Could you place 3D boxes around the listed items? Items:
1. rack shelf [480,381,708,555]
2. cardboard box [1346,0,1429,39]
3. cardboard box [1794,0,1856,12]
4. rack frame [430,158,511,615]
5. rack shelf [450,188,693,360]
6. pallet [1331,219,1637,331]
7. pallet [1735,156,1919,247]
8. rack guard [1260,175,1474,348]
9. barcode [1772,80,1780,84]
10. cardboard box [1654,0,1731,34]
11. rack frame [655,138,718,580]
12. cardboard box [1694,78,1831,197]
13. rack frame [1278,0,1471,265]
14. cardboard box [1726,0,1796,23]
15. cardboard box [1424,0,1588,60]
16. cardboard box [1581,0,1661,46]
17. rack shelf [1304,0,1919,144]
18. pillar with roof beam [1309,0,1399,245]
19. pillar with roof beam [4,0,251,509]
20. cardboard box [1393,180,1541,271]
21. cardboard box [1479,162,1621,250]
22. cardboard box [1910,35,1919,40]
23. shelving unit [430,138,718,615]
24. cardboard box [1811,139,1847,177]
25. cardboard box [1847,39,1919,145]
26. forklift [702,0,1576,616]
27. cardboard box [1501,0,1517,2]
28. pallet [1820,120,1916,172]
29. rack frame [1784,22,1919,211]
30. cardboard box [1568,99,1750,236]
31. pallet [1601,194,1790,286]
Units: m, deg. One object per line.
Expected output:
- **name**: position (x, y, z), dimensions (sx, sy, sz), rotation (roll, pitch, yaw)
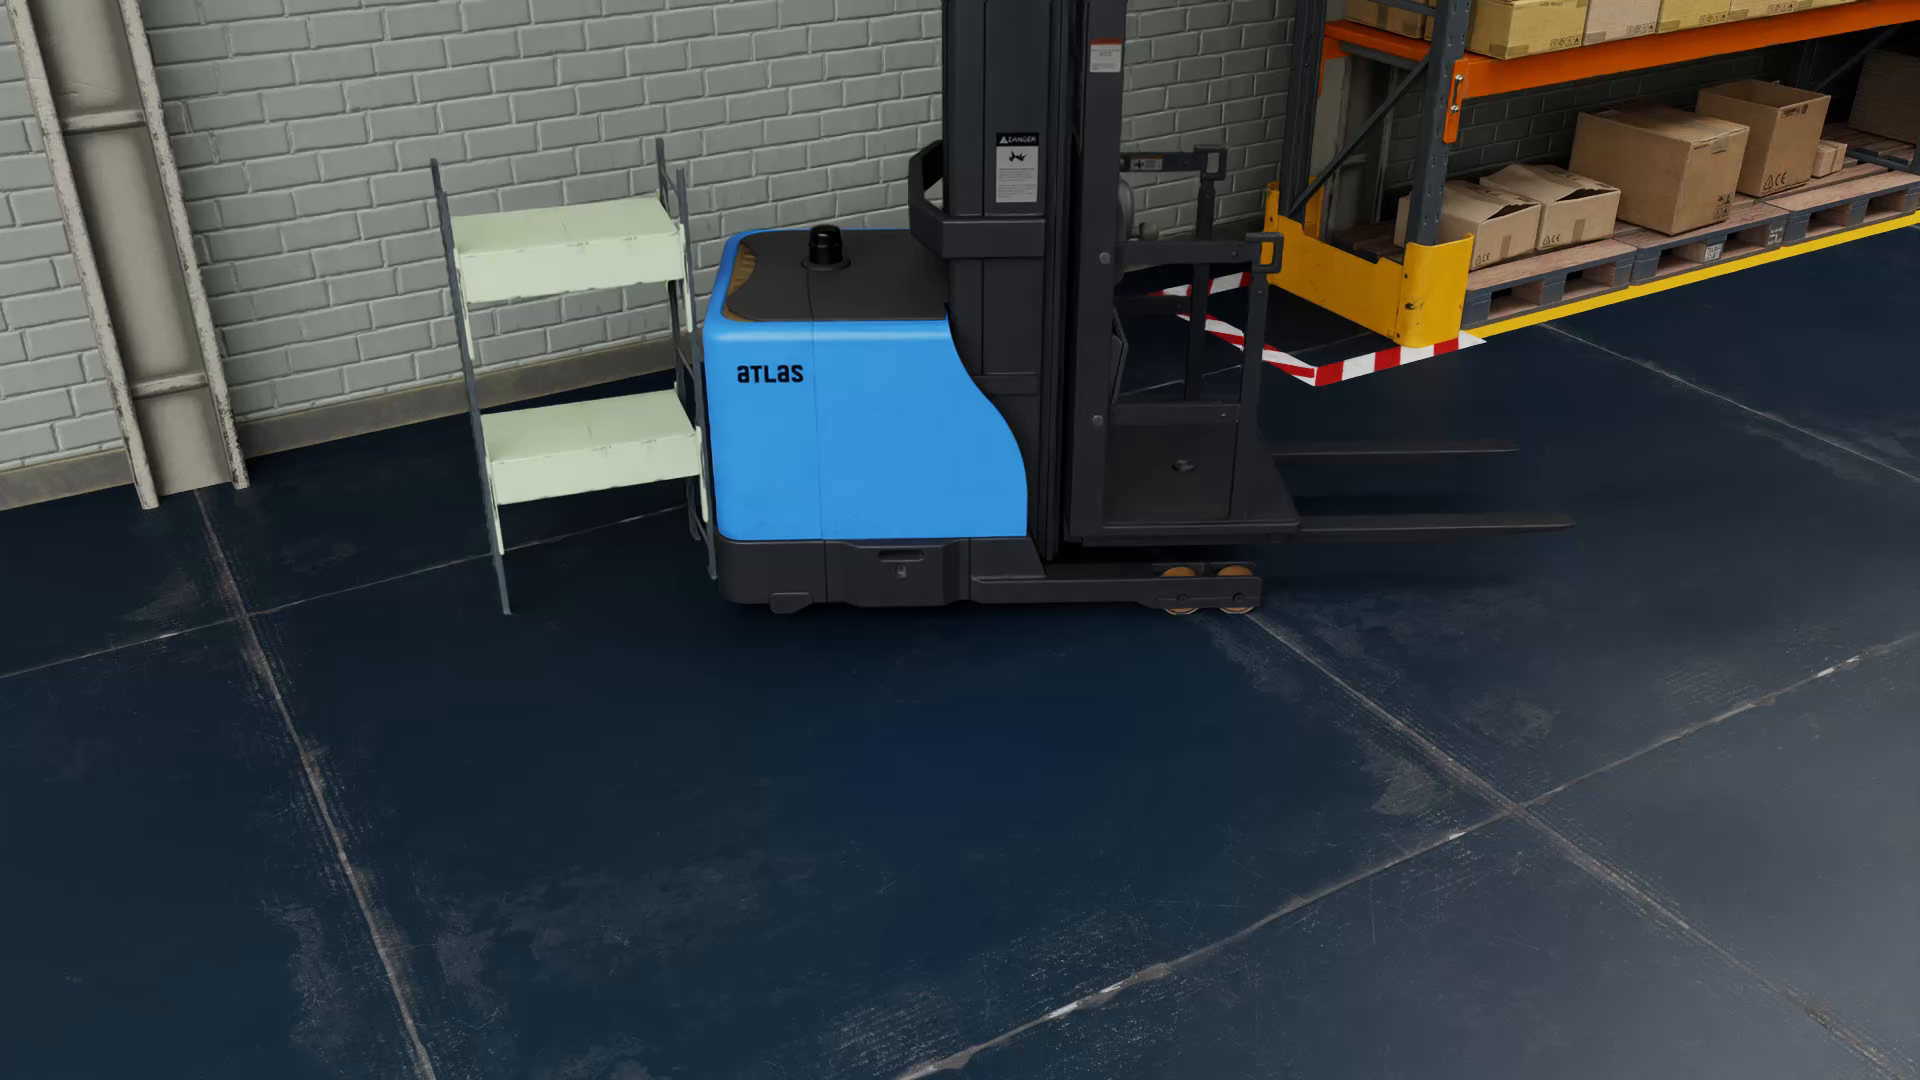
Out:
- **rack shelf**: position (-1.295, -0.262, 5.848), dimensions (0.720, 0.370, 0.431), rotation (-10, 30, -17)
- **cardboard box**: position (2.232, -2.619, 8.025), dimensions (0.500, 0.250, 0.500), rotation (-15, 32, -26)
- **cardboard box**: position (4.262, -2.912, 8.557), dimensions (0.500, 0.250, 0.500), rotation (-16, 33, -27)
- **rack frame**: position (-1.641, -0.489, 5.584), dimensions (0.023, 1.500, 0.400), rotation (-10, 30, -17)
- **rack shelf**: position (-1.295, -0.890, 5.502), dimensions (0.720, 0.370, 0.431), rotation (-10, 30, -17)
- **pallet**: position (2.712, -1.462, 8.681), dimensions (1.213, 0.211, 1.003), rotation (-16, 33, -26)
- **pallet**: position (4.815, -2.059, 9.763), dimensions (1.213, 0.211, 1.003), rotation (-16, 33, -26)
- **rack guard**: position (1.993, -1.404, 8.278), dimensions (0.348, 0.500, 1.175), rotation (-16, 33, -26)
- **barcode**: position (4.789, -2.666, 9.776), dimensions (0.075, 0.075, 0.001), rotation (-16, 33, -26)
- **cardboard box**: position (3.392, -2.666, 8.111), dimensions (0.500, 0.250, 0.500), rotation (-16, 33, -27)
- **rack frame**: position (-0.950, -0.607, 5.797), dimensions (0.023, 1.500, 0.400), rotation (-10, 30, -17)
- **cardboard box**: position (4.502, -2.287, 9.421), dimensions (0.500, 0.500, 0.500), rotation (-19, 34, -30)
- **rack frame**: position (1.928, -2.480, 7.640), dimensions (0.127, 3.000, 1.000), rotation (-16, 33, -26)
- **cardboard box**: position (3.829, -2.789, 8.333), dimensions (0.500, 0.250, 0.500), rotation (-16, 32, -26)
- **cardboard box**: position (2.509, -2.411, 7.648), dimensions (0.500, 0.250, 0.500), rotation (-17, 33, -28)
- **cardboard box**: position (2.950, -2.544, 7.889), dimensions (0.500, 0.250, 0.500), rotation (-17, 33, -28)
- **rack shelf**: position (3.652, -2.655, 8.701), dimensions (4.000, 0.370, 1.077), rotation (-16, 33, -26)
- **pillar with roof beam**: position (4.274, -3.845, 3.904), dimensions (0.400, 9.000, 9.100), rotation (-16, 33, -26)
- **pillar with roof beam**: position (-0.899, -2.376, 1.243), dimensions (0.400, 9.000, 9.100), rotation (-16, 33, -26)
- **cardboard box**: position (2.570, -1.628, 8.422), dimensions (0.500, 0.311, 0.500), rotation (-20, 35, -32)
- **cardboard box**: position (3.061, -1.767, 8.675), dimensions (0.500, 0.311, 0.500), rotation (-13, 31, -22)
- **cardboard box**: position (6.423, -2.892, 10.518), dimensions (0.500, 0.500, 0.700), rotation (-17, 33, -27)
- **shelving unit**: position (-1.295, -0.548, 5.690), dimensions (0.755, 1.500, 0.431), rotation (-10, 30, -17)
- **cardboard box**: position (4.930, -2.268, 9.732), dimensions (0.250, 0.166, 0.380), rotation (-21, 35, -33)
- **cardboard box**: position (6.003, -2.745, 10.251), dimensions (0.500, 0.500, 0.700), rotation (-15, 32, -25)
- **forklift**: position (0.660, -1.277, 5.531), dimensions (3.031, 2.935, 1.130), rotation (-1, 29, -2)
- **cardboard box**: position (2.492, -2.743, 7.475), dimensions (0.500, 0.500, 0.500), rotation (-16, 33, -26)
- **pallet**: position (6.047, -2.430, 10.434), dimensions (1.213, 0.211, 1.003), rotation (-16, 33, -26)
- **rack frame**: position (5.376, -3.459, 9.414), dimensions (0.127, 3.000, 1.000), rotation (-16, 33, -26)
- **cardboard box**: position (3.719, -2.009, 8.917), dimensions (0.500, 0.500, 0.700), rotation (-18, 34, -29)
- **pallet**: position (3.762, -1.759, 9.219), dimensions (1.213, 0.211, 1.003), rotation (-16, 33, -26)
